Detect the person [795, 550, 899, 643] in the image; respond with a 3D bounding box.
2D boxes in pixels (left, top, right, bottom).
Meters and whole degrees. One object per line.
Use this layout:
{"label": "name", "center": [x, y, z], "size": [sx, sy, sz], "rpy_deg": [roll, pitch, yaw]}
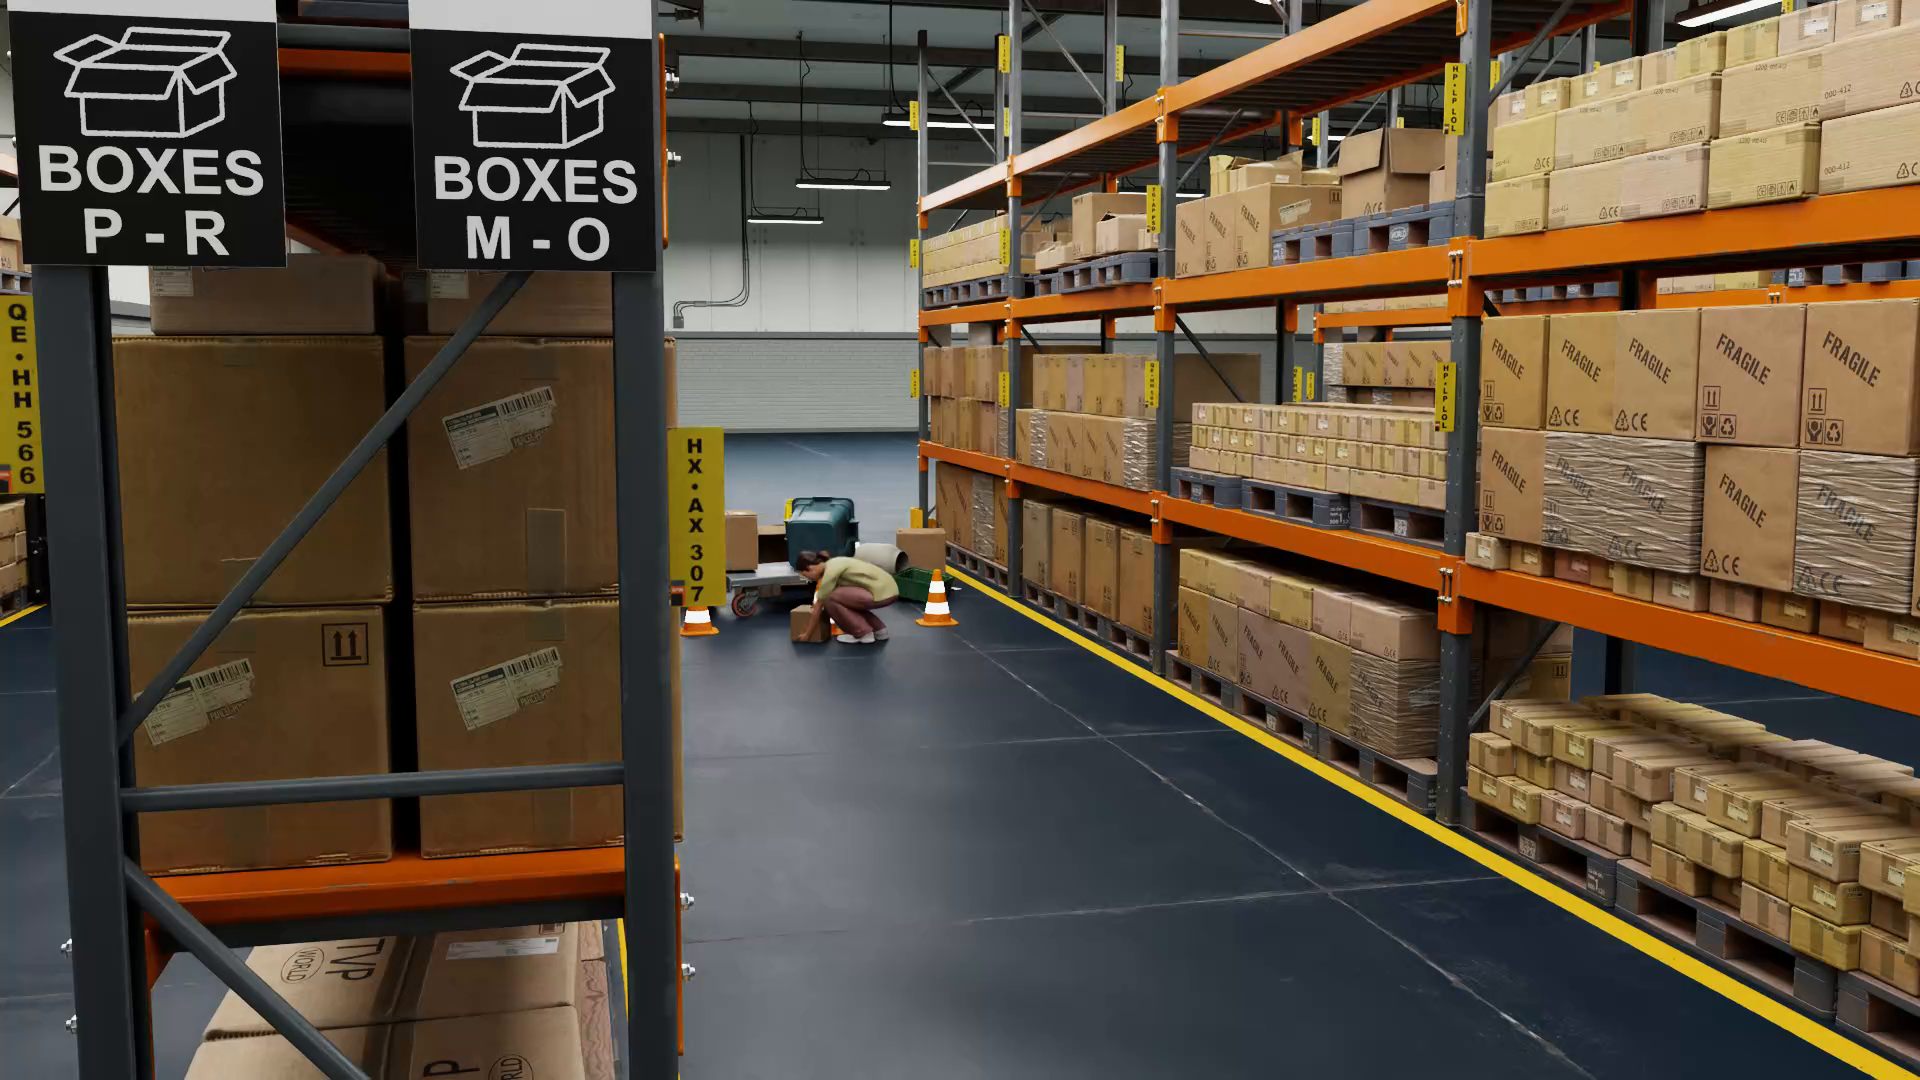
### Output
{"label": "person", "center": [-0.910, 0.478, 13.388], "size": [0.824, 0.800, 0.487], "rpy_deg": [2, 6, 15]}
